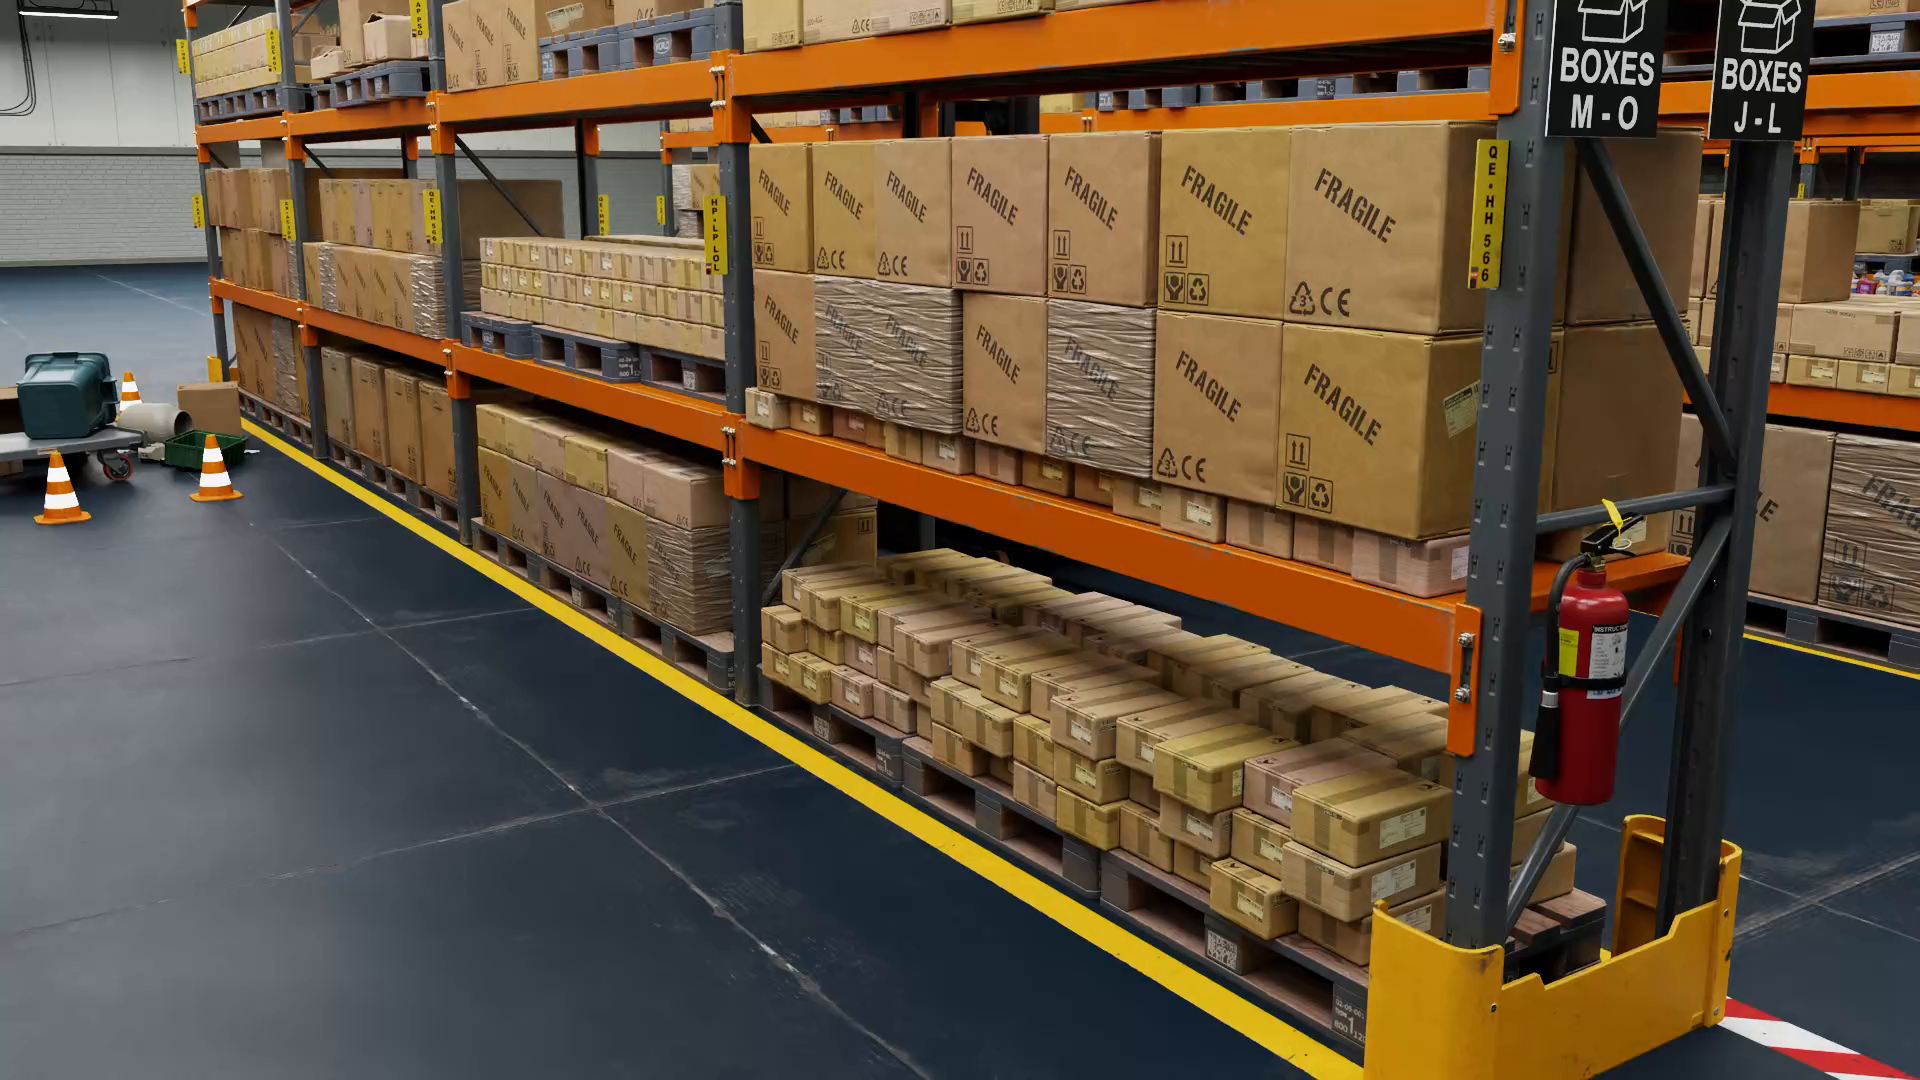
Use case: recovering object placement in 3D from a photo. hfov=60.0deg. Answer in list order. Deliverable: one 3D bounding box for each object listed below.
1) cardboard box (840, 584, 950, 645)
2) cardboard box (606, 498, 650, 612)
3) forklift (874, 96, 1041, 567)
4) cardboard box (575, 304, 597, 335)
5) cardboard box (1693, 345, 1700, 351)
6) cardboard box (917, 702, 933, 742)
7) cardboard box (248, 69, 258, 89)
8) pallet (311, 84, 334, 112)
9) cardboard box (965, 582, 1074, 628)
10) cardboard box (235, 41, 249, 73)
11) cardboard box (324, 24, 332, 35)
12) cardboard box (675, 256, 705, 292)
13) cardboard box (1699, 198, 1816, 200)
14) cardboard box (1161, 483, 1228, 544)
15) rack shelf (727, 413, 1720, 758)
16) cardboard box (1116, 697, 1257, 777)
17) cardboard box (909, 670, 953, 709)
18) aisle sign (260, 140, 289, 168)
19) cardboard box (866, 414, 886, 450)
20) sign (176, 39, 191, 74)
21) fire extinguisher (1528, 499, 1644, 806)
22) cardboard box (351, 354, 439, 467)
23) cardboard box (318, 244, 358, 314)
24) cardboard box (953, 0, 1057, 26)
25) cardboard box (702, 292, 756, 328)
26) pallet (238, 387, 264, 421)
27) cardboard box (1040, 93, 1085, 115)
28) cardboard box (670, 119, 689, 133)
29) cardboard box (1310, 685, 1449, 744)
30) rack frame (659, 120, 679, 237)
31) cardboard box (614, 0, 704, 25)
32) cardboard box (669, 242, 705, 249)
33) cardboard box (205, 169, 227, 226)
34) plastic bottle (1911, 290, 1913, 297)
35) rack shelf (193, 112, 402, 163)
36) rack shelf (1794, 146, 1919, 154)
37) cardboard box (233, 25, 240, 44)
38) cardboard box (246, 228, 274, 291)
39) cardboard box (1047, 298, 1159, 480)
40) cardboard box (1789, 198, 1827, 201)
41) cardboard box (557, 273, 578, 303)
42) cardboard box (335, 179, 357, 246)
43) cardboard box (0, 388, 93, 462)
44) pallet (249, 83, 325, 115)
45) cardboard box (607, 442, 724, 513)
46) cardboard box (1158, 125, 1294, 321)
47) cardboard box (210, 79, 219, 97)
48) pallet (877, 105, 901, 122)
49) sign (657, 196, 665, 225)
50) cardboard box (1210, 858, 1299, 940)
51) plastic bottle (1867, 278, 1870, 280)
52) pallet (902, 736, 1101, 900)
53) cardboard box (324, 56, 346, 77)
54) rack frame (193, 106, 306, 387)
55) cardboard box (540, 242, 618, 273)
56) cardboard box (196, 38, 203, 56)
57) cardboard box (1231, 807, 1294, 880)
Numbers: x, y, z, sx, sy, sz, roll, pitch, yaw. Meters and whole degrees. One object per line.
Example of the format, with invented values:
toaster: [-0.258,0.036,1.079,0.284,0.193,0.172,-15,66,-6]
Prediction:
cardboard box: [-0.262,0.299,6.770,0.380,0.149,0.250,-8,15,-34]
cardboard box: [-1.469,0.044,8.506,0.500,0.500,0.500,-9,15,-34]
forklift: [0.411,-1.330,10.083,1.130,2.935,3.031,-10,16,-40]
cardboard box: [-1.822,-1.187,8.873,0.380,0.149,0.250,-9,15,-35]
cardboard box: [3.946,-0.993,8.969,0.380,0.149,0.250,-9,15,-34]
cardboard box: [0.058,0.680,6.421,0.380,0.149,0.250,-9,15,-35]
cardboard box: [-5.891,-3.961,14.303,0.380,0.149,0.250,-8,15,-33]
pallet: [-4.449,-3.416,12.888,0.805,0.209,1.217,-9,15,-35]
cardboard box: [0.246,0.290,6.811,0.380,0.149,0.250,-8,14,-31]
cardboard box: [-6.039,-4.229,14.596,0.500,0.250,0.500,-8,15,-33]
cardboard box: [-5.340,-4.428,14.572,0.380,0.149,0.250,-8,15,-34]
cardboard box: [-1.100,-1.248,7.758,0.380,0.149,0.250,-9,15,-34]
cardboard box: [4.371,-1.646,9.269,0.500,0.500,0.500,-8,15,-32]
cardboard box: [0.816,-0.103,4.900,0.380,0.149,0.250,-8,14,-31]
rack shelf: [0.543,-0.072,5.851,1.077,0.370,4.000,-8,15,-33]
cardboard box: [0.715,0.629,5.260,0.380,0.149,0.250,-9,15,-35]
cardboard box: [0.029,0.539,6.368,0.380,0.149,0.250,-7,14,-30]
aisle sign: [-7.003,-4.231,17.103,0.394,0.787,0.004,-8,15,-33]
cardboard box: [-0.139,-0.439,6.438,0.380,0.149,0.250,-9,15,-35]
sign: [-7.679,-4.779,16.442,0.100,0.325,0.005,-8,15,-33]
fire extinguisher: [1.406,0.252,3.741,0.296,0.674,0.183,-8,15,-33]
cardboard box: [-4.048,-1.036,12.860,1.050,0.750,0.750,-8,15,-33]
cardboard box: [-4.650,-2.035,12.913,0.500,0.500,0.500,-8,15,-32]
cardboard box: [0.315,-1.781,5.314,0.500,0.250,0.500,-7,14,-30]
cardboard box: [-0.950,-1.054,7.568,0.380,0.149,0.250,-8,14,-31]
pallet: [-6.706,-1.418,16.850,1.003,0.211,1.213,-8,15,-33]
cardboard box: [0.936,-3.507,13.206,0.500,0.250,0.500,-8,15,-33]
cardboard box: [-2.977,-4.758,18.927,0.500,0.250,0.500,-8,14,-31]
cardboard box: [1.358,0.602,5.387,0.380,0.149,0.250,-8,15,-33]
rack frame: [-3.029,-3.482,19.763,1.000,3.000,0.127,-8,15,-33]
cardboard box: [-1.312,-2.790,8.352,0.797,0.503,0.637,-8,15,-34]
cardboard box: [-1.414,-1.600,9.369,0.380,0.149,0.250,-7,14,-30]
cardboard box: [-7.041,-3.443,16.706,0.875,0.550,0.550,-8,15,-33]
plastic bottle: [7.349,-1.887,12.934,0.097,0.201,0.097,0,12,0]
rack shelf: [-6.106,-3.671,15.290,1.077,0.370,4.000,-8,15,-33]
rack shelf: [12.666,-5.288,22.683,1.077,0.370,4.000,-8,15,-33]
cardboard box: [-6.164,-4.439,14.625,0.380,0.149,0.250,-8,15,-33]
cardboard box: [-6.114,-2.626,15.499,0.875,0.550,0.500,-8,15,-33]
cardboard box: [0.618,-0.492,5.160,0.500,0.500,0.500,-8,15,-33]
cardboard box: [12.115,-4.598,23.604,0.700,0.500,0.500,-6,14,-27]
cardboard box: [-1.966,-1.379,9.056,0.380,0.149,0.250,-8,15,-33]
cardboard box: [-4.431,-2.560,12.972,0.700,0.500,0.500,-8,15,-34]
cardboard box: [-7.673,-0.978,13.837,0.797,0.637,0.503,-8,15,-33]
pallet: [-5.442,-3.770,14.267,1.003,0.211,1.213,-8,15,-33]
cardboard box: [-1.462,-0.325,8.437,0.500,0.250,0.500,-7,14,-30]
cardboard box: [0.910,-0.892,4.648,0.500,0.500,0.500,-9,15,-35]
cardboard box: [-6.870,-4.276,15.742,0.380,0.149,0.250,-8,15,-32]
pallet: [0.018,-3.838,14.808,1.213,0.211,1.003,-8,15,-33]
sign: [-3.480,-3.841,19.376,0.100,0.325,0.005,-8,15,-33]
cardboard box: [0.959,1.018,4.877,0.380,0.149,0.250,-8,14,-31]
plastic bottle: [7.506,-2.071,13.774,0.097,0.201,0.097,0,12,0]
pallet: [0.516,0.916,6.179,1.003,0.211,1.213,-8,15,-33]
cardboard box: [-4.630,-3.584,12.580,0.250,0.149,0.380,-8,15,-33]
rack frame: [-7.214,-2.913,17.160,1.000,3.000,0.127,-8,15,-33]
cardboard box: [-2.106,-1.571,9.238,0.380,0.149,0.250,-7,14,-30]
cardboard box: [-7.156,-4.757,16.078,0.380,0.149,0.250,-8,15,-32]
cardboard box: [1.021,0.862,4.892,0.380,0.149,0.250,-9,15,-34]
